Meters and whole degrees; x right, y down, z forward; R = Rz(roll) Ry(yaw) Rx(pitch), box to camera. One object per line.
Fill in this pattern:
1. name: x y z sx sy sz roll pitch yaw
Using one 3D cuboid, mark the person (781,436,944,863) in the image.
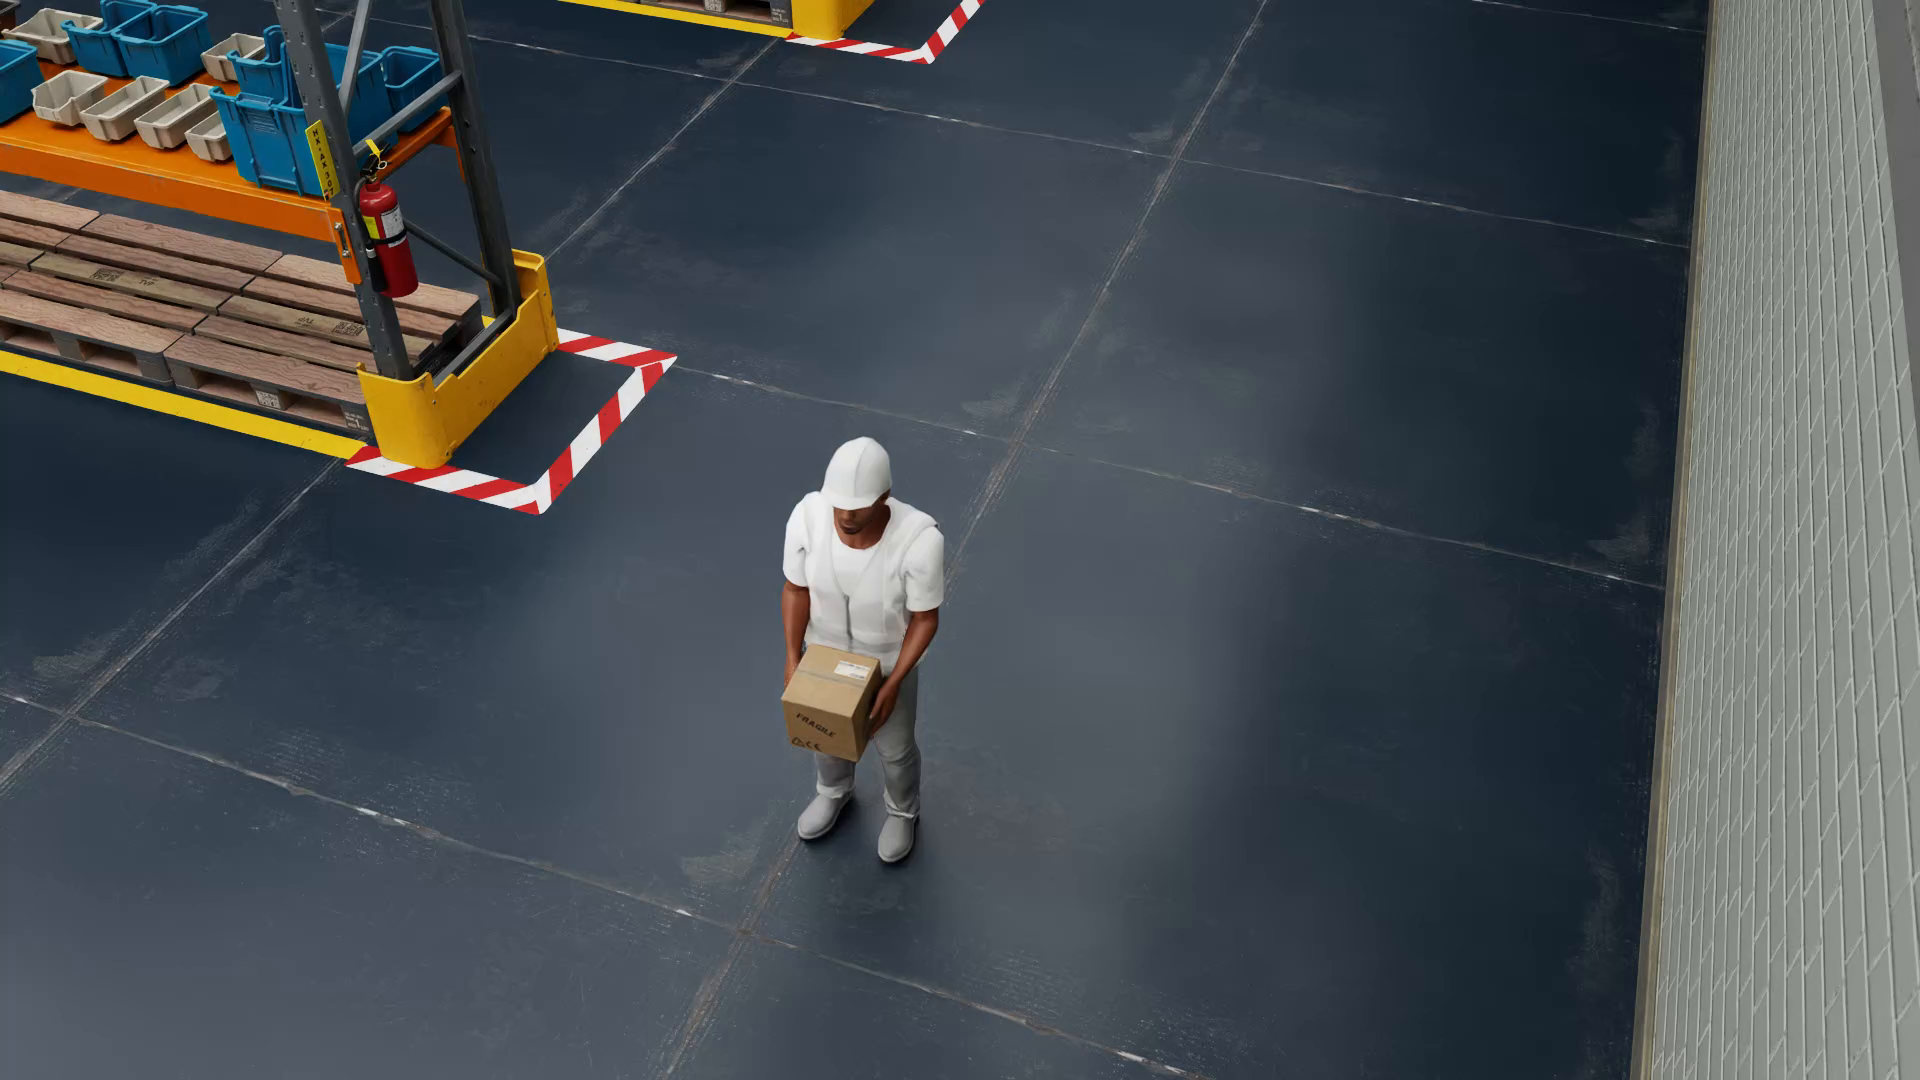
1. person: -0.344 0.414 5.667 0.562 1.768 0.509 13 43 14
